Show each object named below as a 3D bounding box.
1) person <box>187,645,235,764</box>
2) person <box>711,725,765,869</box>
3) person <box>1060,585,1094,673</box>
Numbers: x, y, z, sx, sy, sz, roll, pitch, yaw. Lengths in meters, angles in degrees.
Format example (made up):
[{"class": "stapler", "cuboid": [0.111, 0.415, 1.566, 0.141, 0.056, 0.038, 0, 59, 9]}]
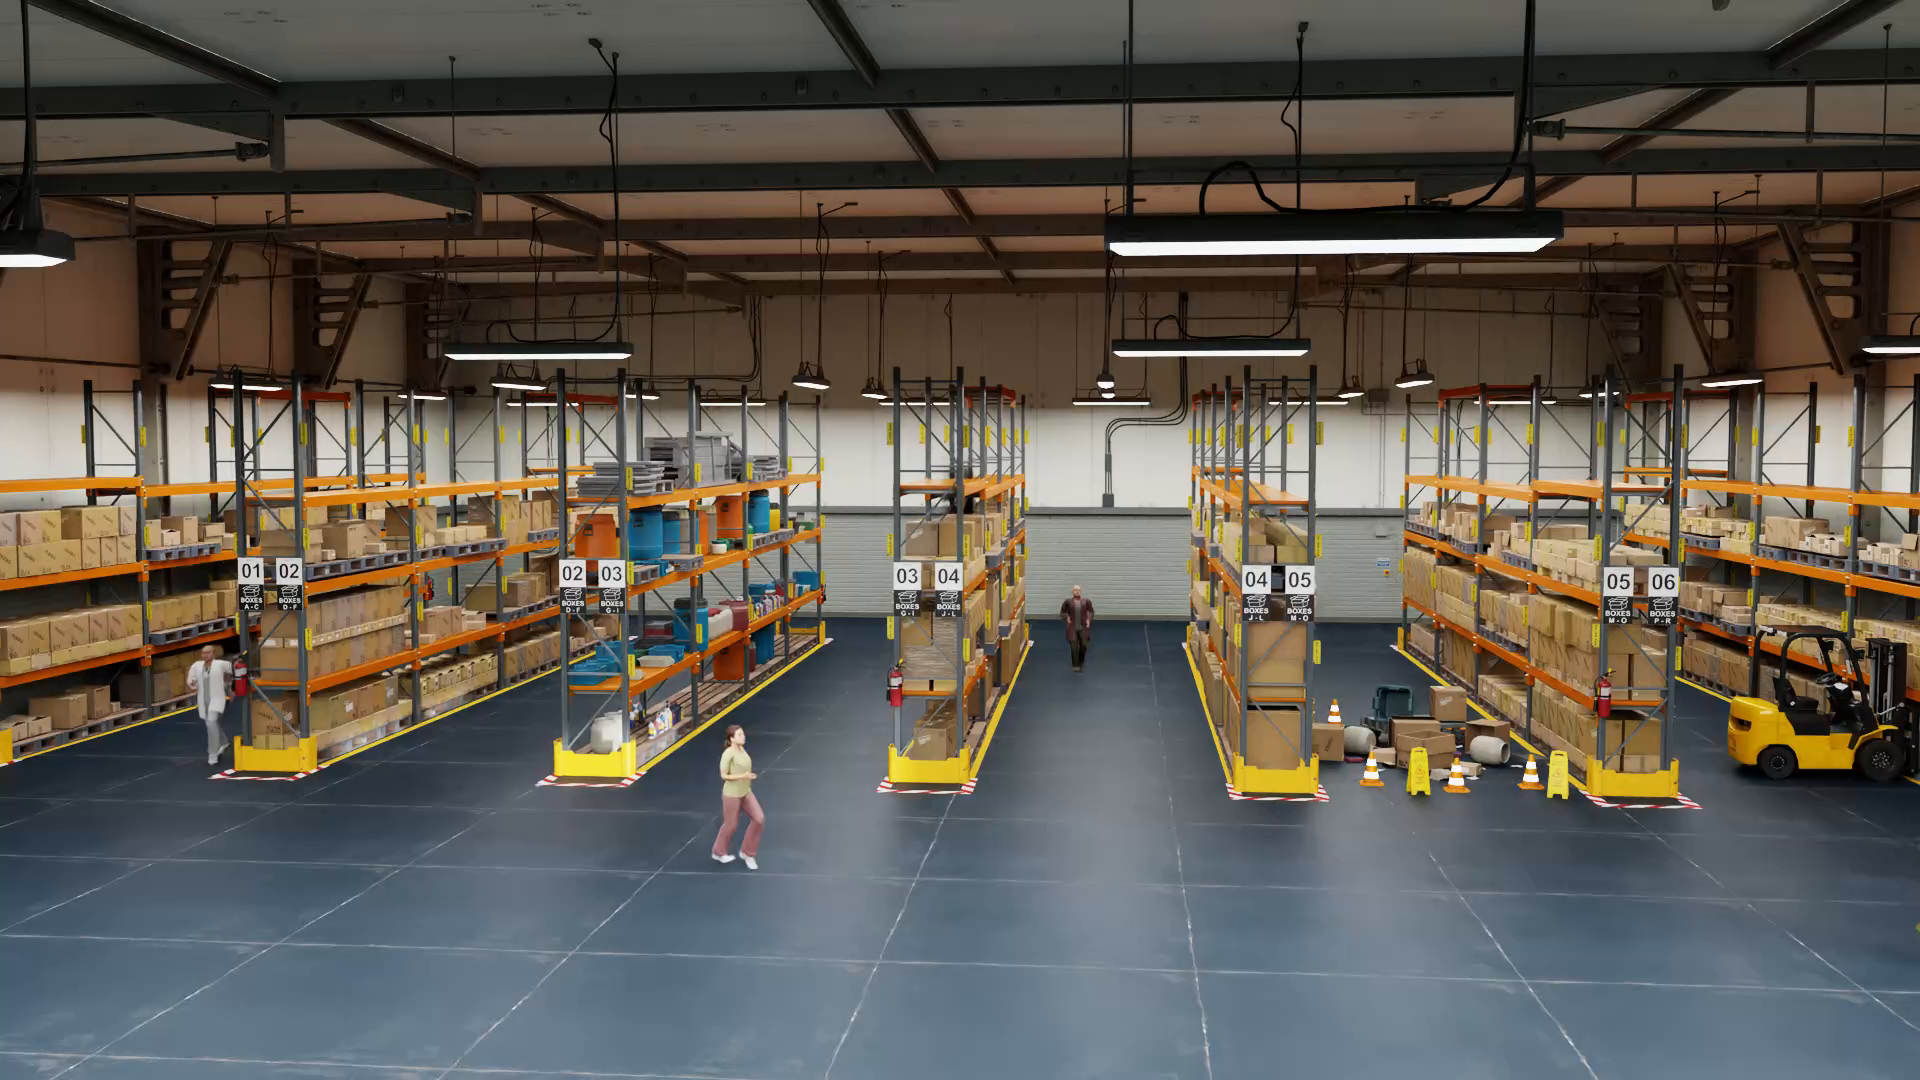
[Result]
[{"class": "person", "cuboid": [-11.592, 2.528, 25.790, 0.719, 1.822, 0.888, 0, 4, 3]}, {"class": "person", "cuboid": [-2.591, 2.980, 19.246, 0.711, 1.710, 0.556, 2, 4, 31]}, {"class": "person", "cuboid": [2.348, 1.836, 33.190, 0.703, 1.687, 0.602, 0, 4, -1]}]
